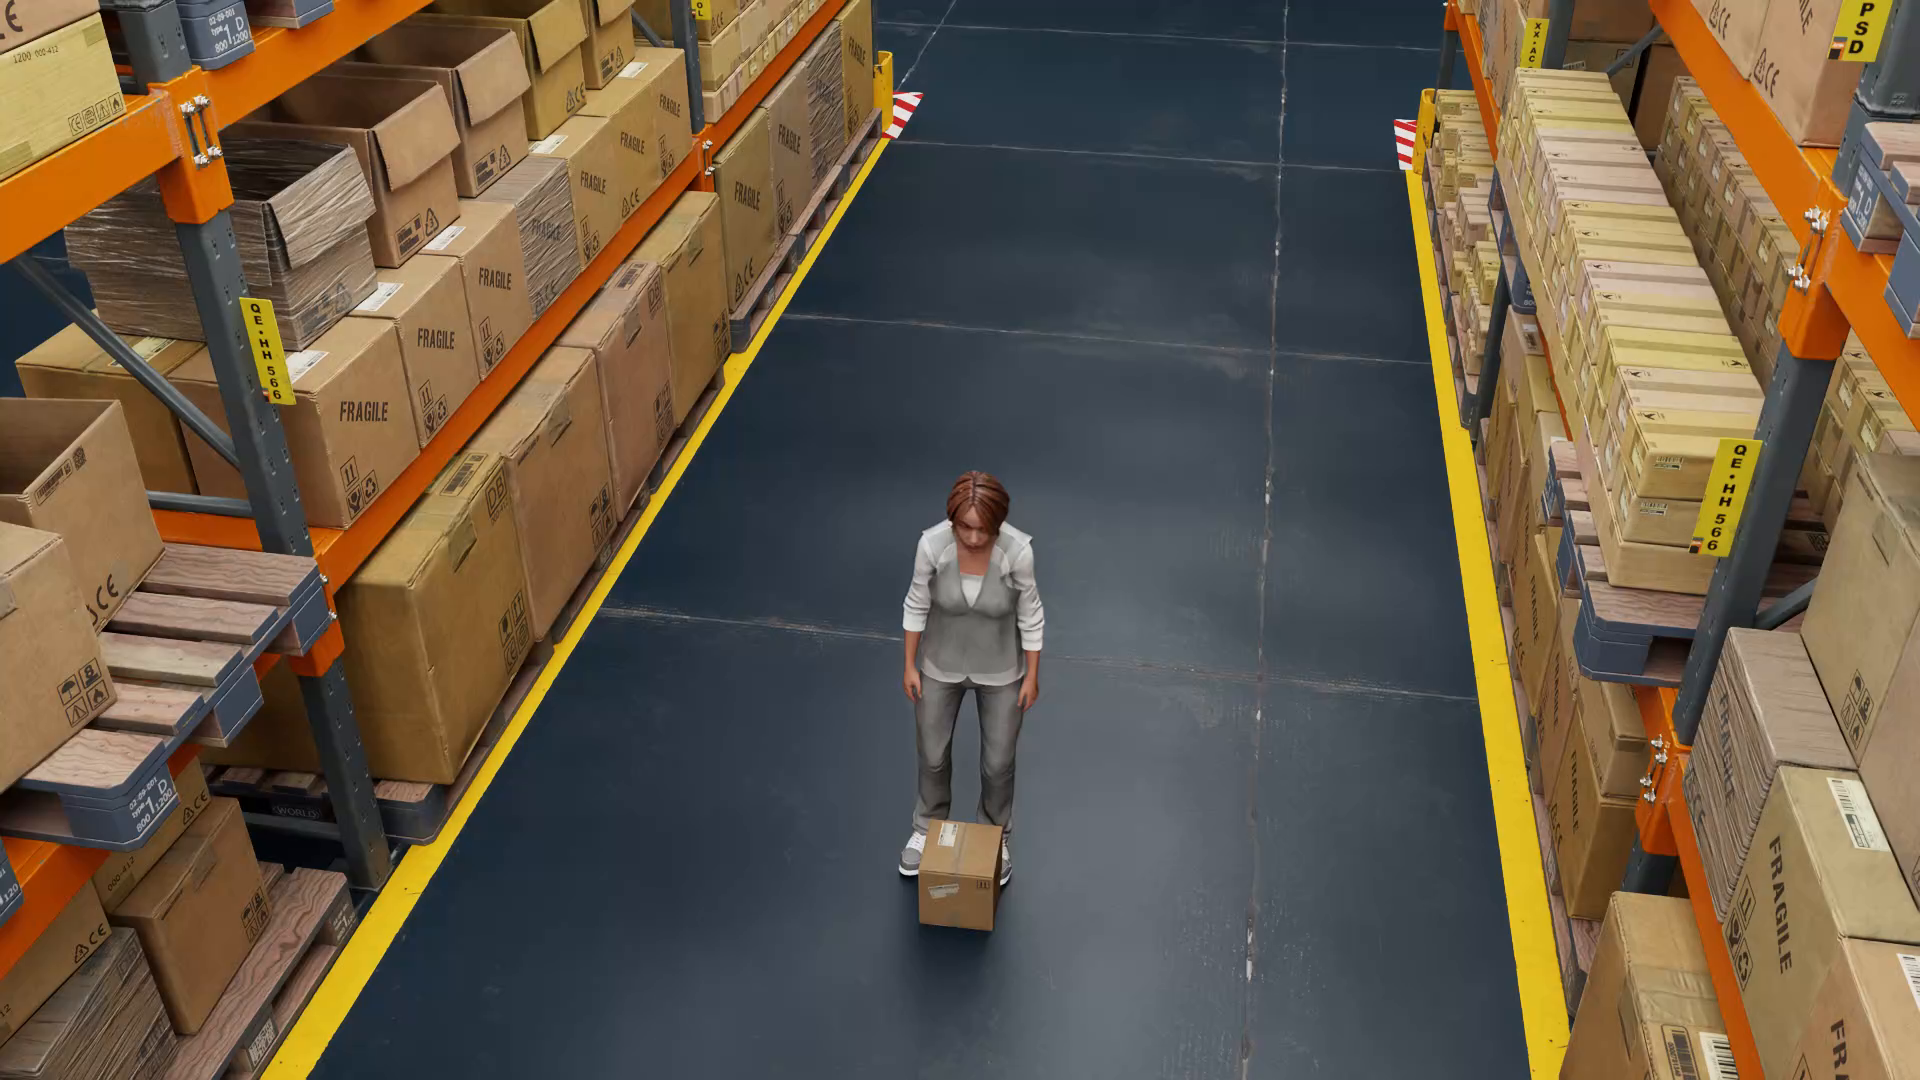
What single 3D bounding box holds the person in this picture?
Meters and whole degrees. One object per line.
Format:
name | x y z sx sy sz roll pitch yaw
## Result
person | 0.030 0.459 5.476 0.465 1.551 0.346 4 33 6
